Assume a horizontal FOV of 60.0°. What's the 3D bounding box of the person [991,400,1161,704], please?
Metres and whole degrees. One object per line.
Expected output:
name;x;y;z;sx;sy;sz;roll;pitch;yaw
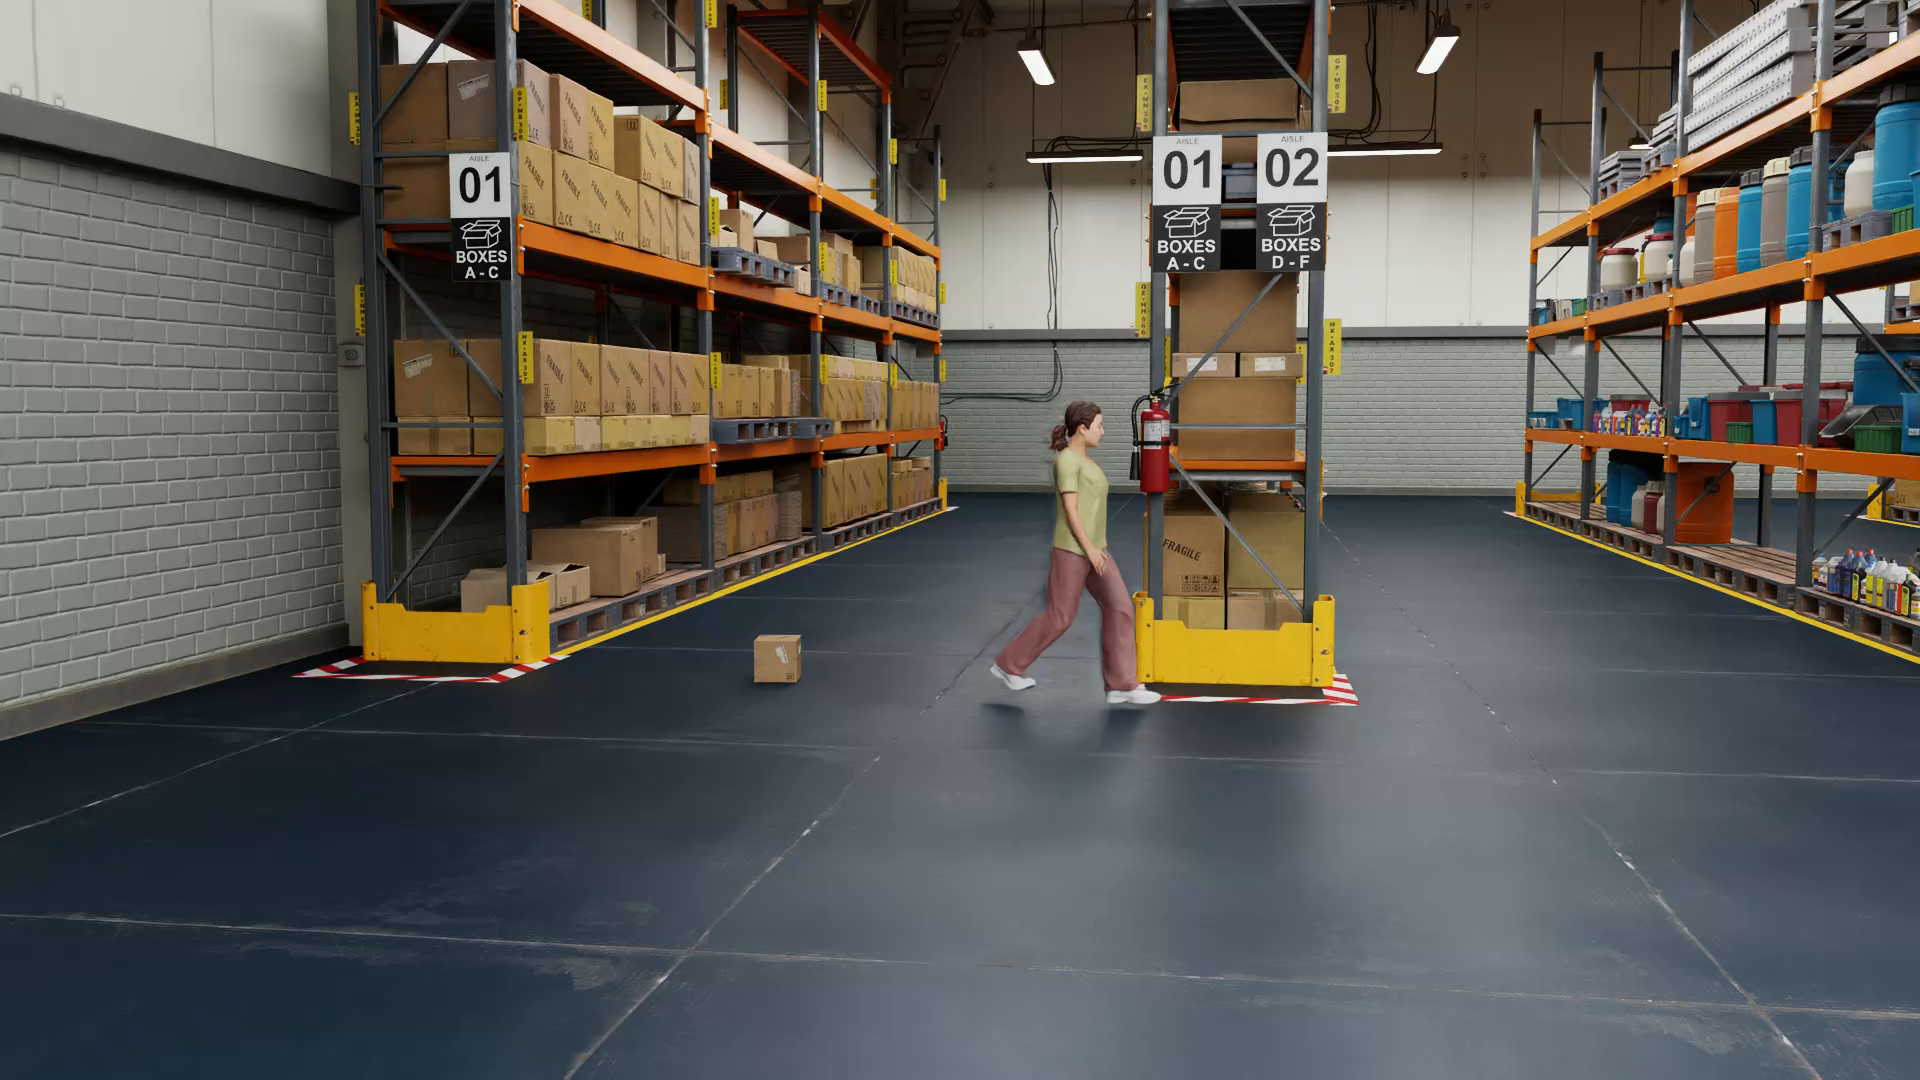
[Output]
person;0.631;0.062;9.005;0.945;1.635;0.452;2;5;24
